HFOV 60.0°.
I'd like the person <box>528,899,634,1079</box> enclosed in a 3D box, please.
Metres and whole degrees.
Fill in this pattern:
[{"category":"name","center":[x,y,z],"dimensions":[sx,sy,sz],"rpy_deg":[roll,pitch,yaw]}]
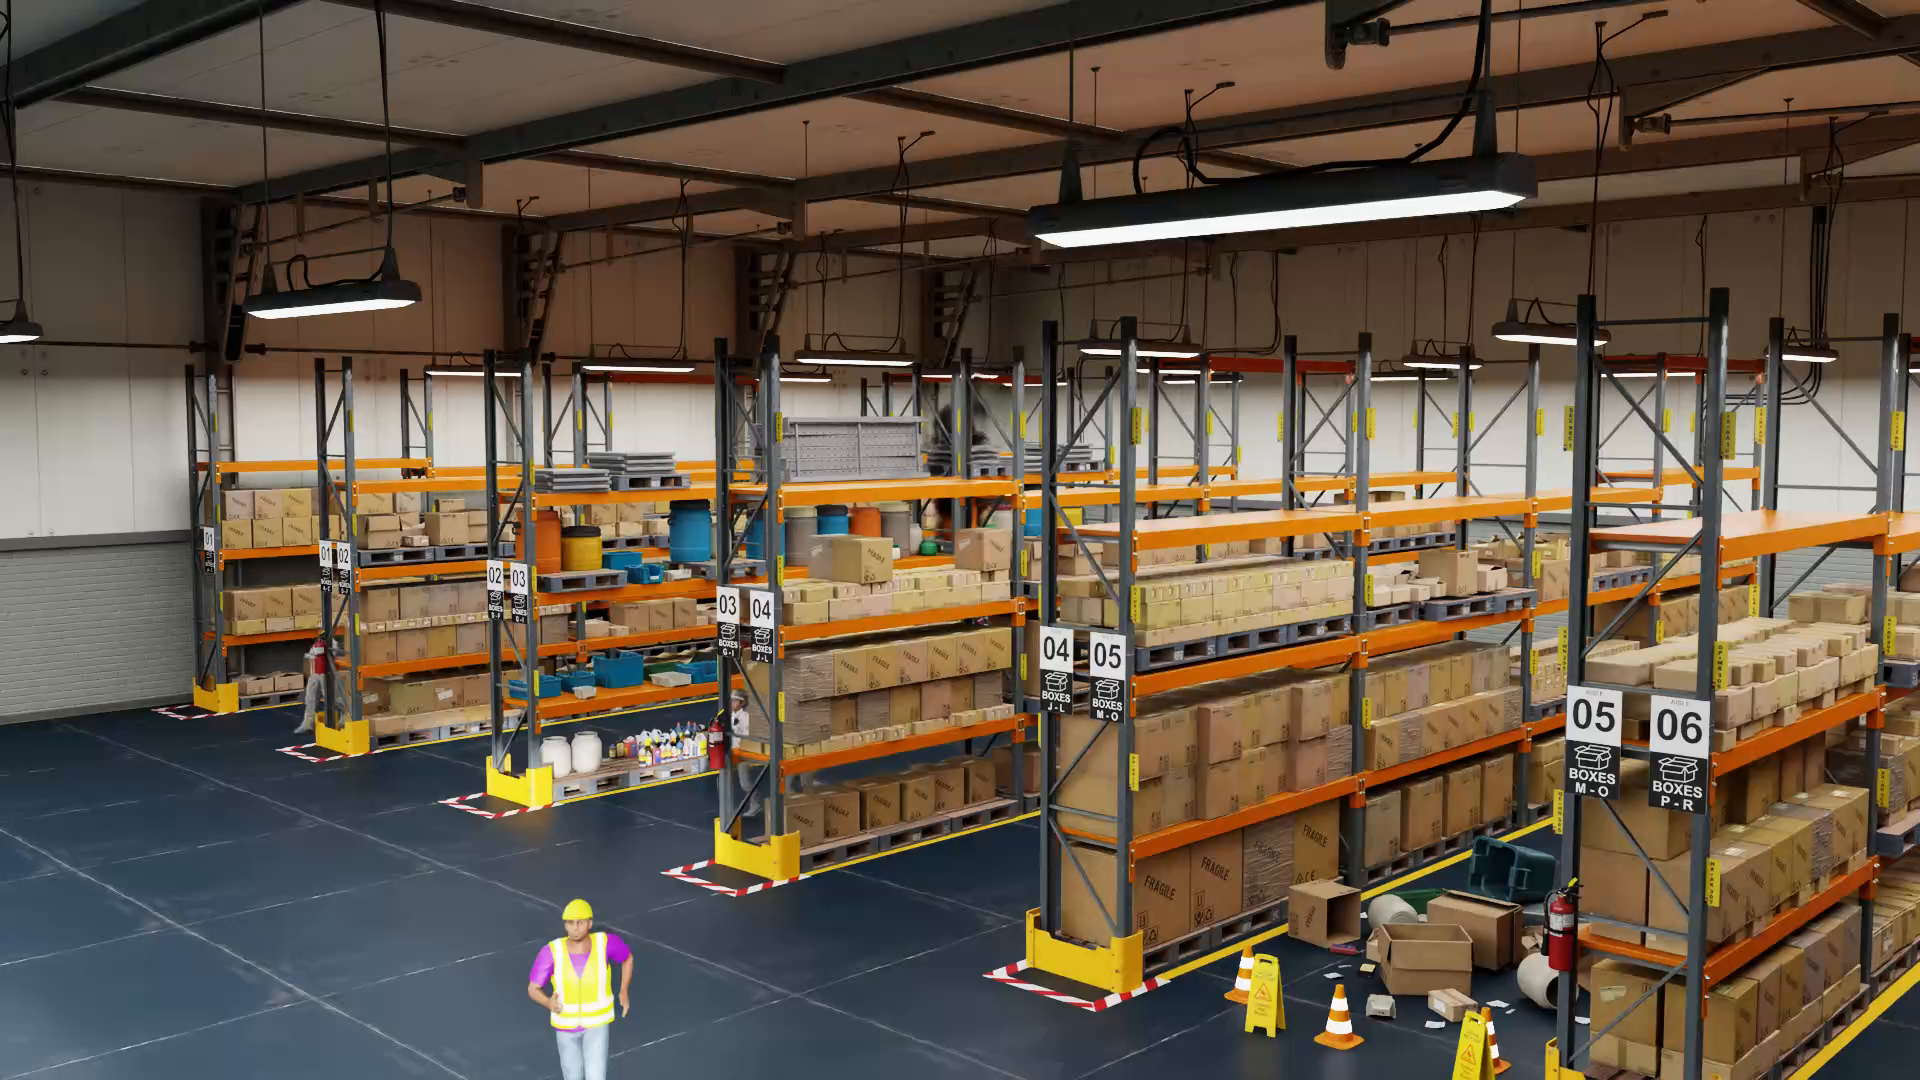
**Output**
[{"category":"person","center":[-2.646,3.397,11.598],"dimensions":[0.700,1.815,0.856],"rpy_deg":[0,4,-6]}]

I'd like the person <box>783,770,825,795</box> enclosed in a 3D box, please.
[{"category":"person","center":[-2.003,2.729,21.131],"dimensions":[0.595,1.634,0.823],"rpy_deg":[4,6,40]}]

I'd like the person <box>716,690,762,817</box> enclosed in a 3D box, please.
[{"category":"person","center":[-2.785,2.732,20.857],"dimensions":[0.592,1.753,0.737],"rpy_deg":[3,5,34]}]

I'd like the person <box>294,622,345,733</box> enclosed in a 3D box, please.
[{"category":"person","center":[-10.338,2.188,26.895],"dimensions":[0.696,1.772,0.958],"rpy_deg":[3,5,36]}]
